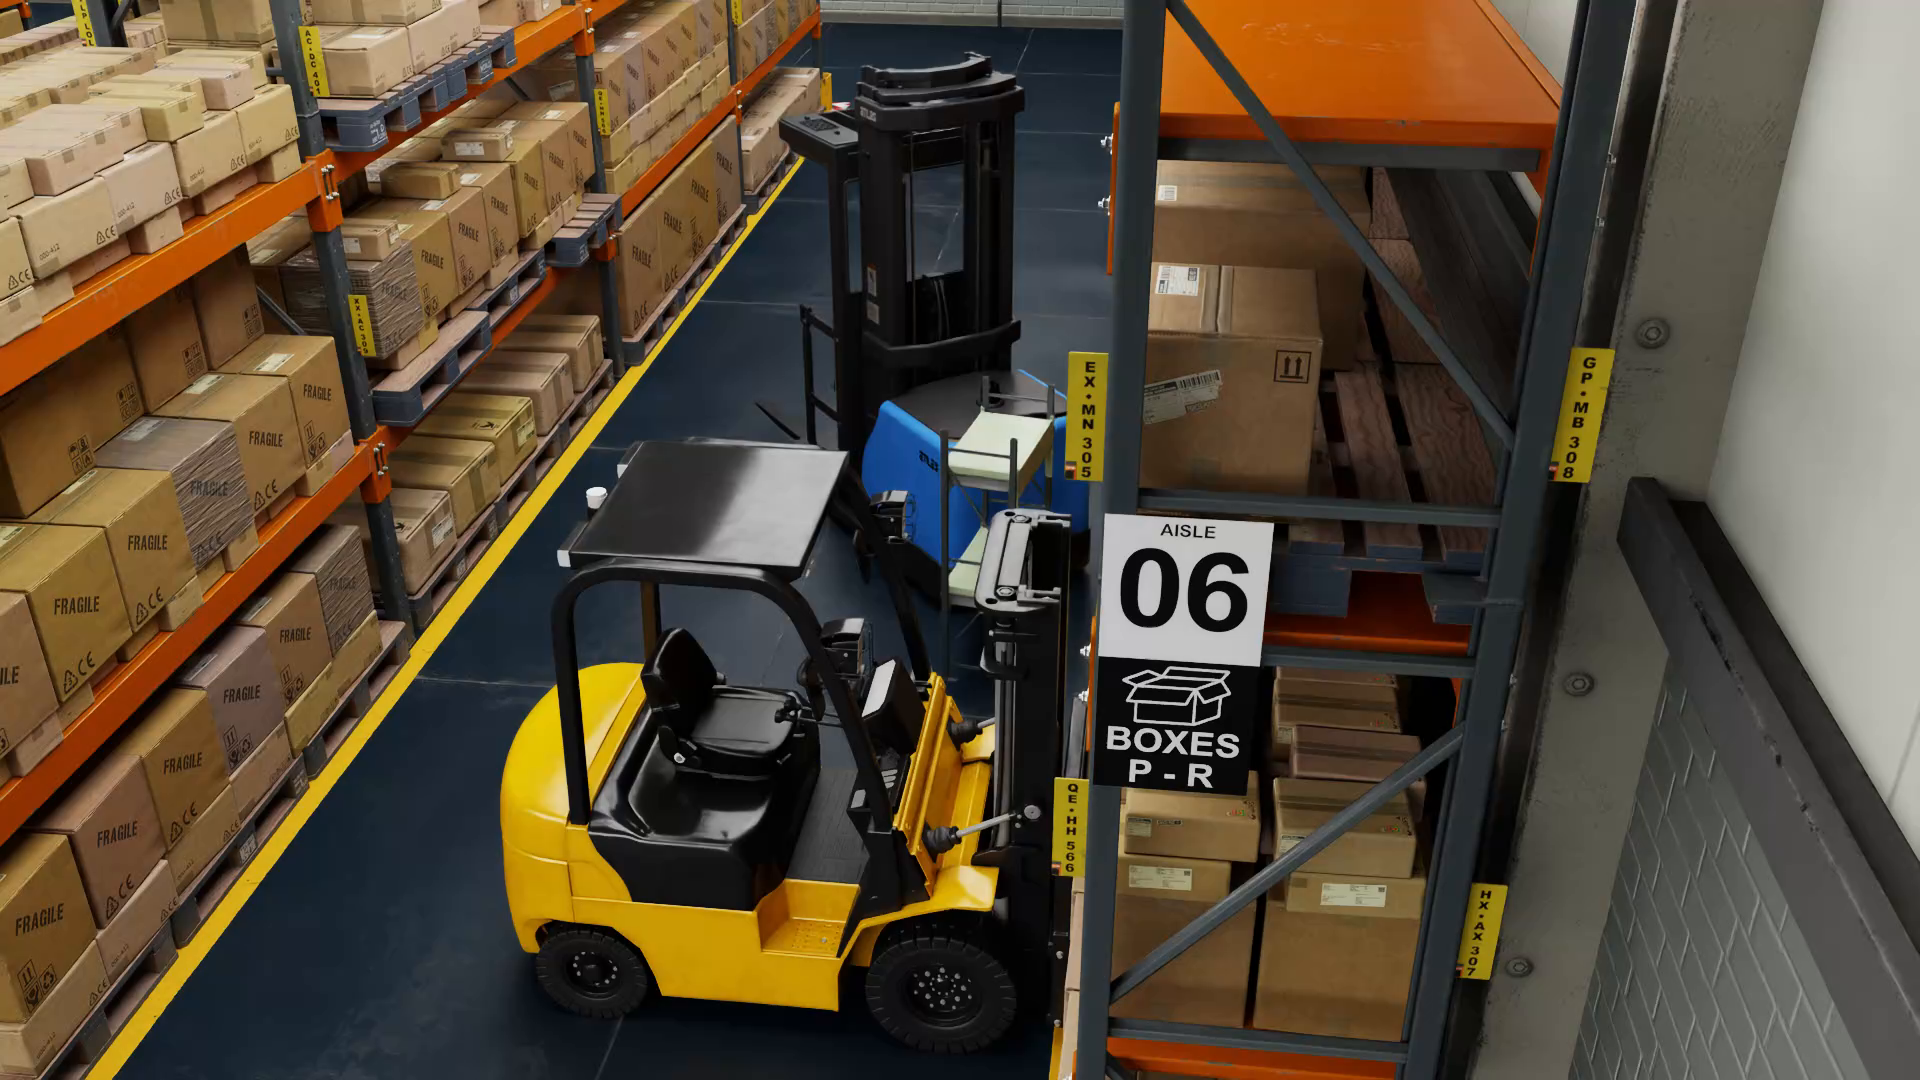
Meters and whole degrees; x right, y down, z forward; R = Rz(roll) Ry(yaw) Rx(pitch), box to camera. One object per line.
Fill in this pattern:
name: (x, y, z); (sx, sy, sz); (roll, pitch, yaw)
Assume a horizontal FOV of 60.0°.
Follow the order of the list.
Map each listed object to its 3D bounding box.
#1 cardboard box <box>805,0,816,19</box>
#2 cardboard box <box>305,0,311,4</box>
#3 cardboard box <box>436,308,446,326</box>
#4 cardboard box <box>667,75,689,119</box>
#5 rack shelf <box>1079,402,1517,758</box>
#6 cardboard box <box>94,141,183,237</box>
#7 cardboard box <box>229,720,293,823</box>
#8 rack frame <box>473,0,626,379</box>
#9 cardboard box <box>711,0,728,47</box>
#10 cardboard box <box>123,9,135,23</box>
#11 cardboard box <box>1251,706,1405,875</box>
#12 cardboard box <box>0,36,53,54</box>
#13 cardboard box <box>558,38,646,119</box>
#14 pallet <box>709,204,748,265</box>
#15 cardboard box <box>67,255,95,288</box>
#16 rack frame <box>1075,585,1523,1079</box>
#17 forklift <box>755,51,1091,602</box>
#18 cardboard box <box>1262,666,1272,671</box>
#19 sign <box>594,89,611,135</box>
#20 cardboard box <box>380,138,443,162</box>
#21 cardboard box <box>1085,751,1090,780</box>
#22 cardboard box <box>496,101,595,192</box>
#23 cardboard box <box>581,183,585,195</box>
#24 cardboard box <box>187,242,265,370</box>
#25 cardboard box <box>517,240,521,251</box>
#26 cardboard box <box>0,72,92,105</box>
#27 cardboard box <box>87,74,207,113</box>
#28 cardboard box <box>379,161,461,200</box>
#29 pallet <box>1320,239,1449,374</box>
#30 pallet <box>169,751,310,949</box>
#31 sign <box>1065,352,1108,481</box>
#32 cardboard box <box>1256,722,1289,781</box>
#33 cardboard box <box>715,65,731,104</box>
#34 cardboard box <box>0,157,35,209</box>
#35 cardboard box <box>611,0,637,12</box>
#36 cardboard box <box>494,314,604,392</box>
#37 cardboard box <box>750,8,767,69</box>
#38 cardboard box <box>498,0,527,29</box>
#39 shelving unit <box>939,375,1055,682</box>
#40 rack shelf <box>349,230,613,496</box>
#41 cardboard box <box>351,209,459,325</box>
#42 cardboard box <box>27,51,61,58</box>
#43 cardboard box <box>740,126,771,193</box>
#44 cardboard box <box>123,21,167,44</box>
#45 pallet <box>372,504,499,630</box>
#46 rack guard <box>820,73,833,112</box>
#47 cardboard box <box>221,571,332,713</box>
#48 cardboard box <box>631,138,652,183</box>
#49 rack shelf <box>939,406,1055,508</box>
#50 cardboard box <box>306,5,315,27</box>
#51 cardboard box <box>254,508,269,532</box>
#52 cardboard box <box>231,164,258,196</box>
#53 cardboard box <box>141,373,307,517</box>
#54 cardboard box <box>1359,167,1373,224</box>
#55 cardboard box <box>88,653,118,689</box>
cardboard box: (-1.926, -6.193, 18.769); (0.500, 0.500, 0.500); (4, 29, 6)
cardboard box: (-3.552, -3.164, 9.277); (0.500, 0.250, 0.500); (4, 29, 7)
cardboard box: (-3.220, -1.313, 9.639); (0.380, 0.149, 0.250); (5, 29, 9)
cardboard box: (-2.589, -3.719, 13.913); (0.500, 0.250, 0.500); (4, 29, 7)
rack shelf: (1.082, -0.518, 5.937); (1.077, 0.370, 4.000); (3, 28, 6)
cardboard box: (-3.524, -1.427, 6.711); (0.500, 0.250, 0.500); (3, 28, 5)
cardboard box: (-3.528, 1.068, 7.854); (0.500, 0.250, 0.500); (4, 29, 7)
rack frame: (-3.110, -2.625, 12.252); (1.000, 3.000, 0.127); (3, 28, 6)
cardboard box: (-2.425, -4.767, 15.069); (0.500, 0.500, 0.500); (4, 29, 8)
cardboard box: (-8.049, -4.926, 15.717); (0.380, 0.149, 0.250); (5, 29, 9)
cardboard box: (1.215, 0.920, 5.567); (0.500, 0.500, 0.500); (4, 29, 8)
cardboard box: (-8.207, -4.317, 14.587); (0.380, 0.149, 0.250); (4, 29, 8)
cardboard box: (-2.755, -3.561, 12.830); (0.500, 0.500, 0.500); (3, 29, 6)
pallet: (-2.639, -2.913, 15.726); (1.003, 0.211, 1.213); (3, 28, 6)
cardboard box: (-3.620, -1.064, 6.457); (0.380, 0.149, 0.250); (3, 28, 6)
rack frame: (0.837, 1.427, 4.730); (1.000, 3.000, 0.127); (3, 28, 6)
forklift: (-0.405, -1.572, 10.371); (1.130, 2.935, 3.031); (-16, 32, -27)
cardboard box: (1.226, 0.334, 5.657); (0.380, 0.149, 0.250); (4, 29, 8)
sign: (-2.570, -3.073, 11.946); (0.100, 0.325, 0.005); (3, 28, 6)
cardboard box: (-3.510, -2.291, 10.769); (0.500, 0.500, 0.500); (4, 29, 7)
cardboard box: (0.762, 1.061, 6.812); (0.500, 0.250, 0.500); (3, 28, 5)
cardboard box: (-2.889, -2.755, 11.631); (0.500, 0.500, 0.500); (3, 28, 5)
cardboard box: (-2.916, -2.532, 11.901); (0.380, 0.149, 0.250); (4, 29, 8)
cardboard box: (-3.869, -1.163, 8.065); (0.700, 0.500, 0.500); (3, 28, 6)
cardboard box: (-3.078, -1.921, 10.767); (0.380, 0.149, 0.250); (4, 29, 7)
cardboard box: (-4.006, -1.926, 7.216); (0.380, 0.149, 0.250); (2, 28, 5)
cardboard box: (-3.498, -1.897, 7.163); (0.380, 0.149, 0.250); (4, 29, 7)
cardboard box: (-3.160, -2.106, 9.743); (0.380, 0.149, 0.250); (5, 29, 9)
pallet: (1.096, -0.762, 5.724); (1.003, 0.211, 1.213); (3, 28, 6)
pallet: (-3.794, 1.379, 7.759); (1.003, 0.211, 1.213); (3, 28, 6)
sign: (0.300, -0.286, 3.898); (0.100, 0.325, 0.005); (3, 28, 6)
cardboard box: (1.141, 0.714, 5.264); (0.380, 0.149, 0.250); (3, 28, 5)
cardboard box: (-2.424, -4.216, 15.364); (0.500, 0.250, 0.500); (3, 28, 5)
cardboard box: (-3.626, -1.290, 6.036); (0.380, 0.149, 0.250); (4, 29, 7)
cardboard box: (-3.058, -4.325, 14.248); (0.500, 0.500, 0.500); (3, 28, 5)
cardboard box: (-3.189, -1.388, 12.283); (0.950, 0.372, 0.625); (1, 28, 3)
cardboard box: (-2.236, -4.994, 16.545); (0.500, 0.500, 0.500); (4, 29, 7)
cardboard box: (-3.236, -3.544, 10.690); (0.700, 0.500, 0.500); (3, 28, 6)
shelving unit: (0.206, -0.037, 9.029); (0.431, 1.500, 0.755); (9, 29, 15)
rack shelf: (-3.355, -1.367, 10.676); (1.077, 0.370, 4.000); (3, 28, 6)
cardboard box: (-3.197, -1.542, 9.380); (0.500, 0.500, 0.500); (3, 29, 6)
cardboard box: (-7.626, -4.027, 14.048); (0.380, 0.149, 0.250); (4, 29, 8)
cardboard box: (-2.436, -3.854, 16.792); (0.875, 0.438, 0.875); (3, 28, 5)
cardboard box: (-7.466, -4.636, 15.180); (0.380, 0.149, 0.250); (2, 28, 5)
pallet: (-3.506, 0.119, 10.099); (1.003, 0.211, 1.213); (3, 28, 6)
rack guard: (-2.126, -5.302, 19.856); (1.175, 0.500, 0.348); (3, 28, 6)
cardboard box: (-3.466, 0.487, 8.142); (0.500, 0.500, 0.500); (4, 29, 7)
cardboard box: (-2.755, -3.018, 13.139); (0.500, 0.250, 0.500); (3, 28, 5)
rack shelf: (0.206, -0.380, 8.844); (0.431, 0.370, 0.720); (9, 29, 15)
cardboard box: (-3.605, -2.703, 8.950); (0.500, 0.250, 0.500); (4, 29, 7)
cardboard box: (-3.514, -0.110, 7.849); (0.380, 0.149, 0.250); (3, 28, 5)
cardboard box: (-3.454, -1.672, 7.586); (0.380, 0.149, 0.250); (4, 29, 7)
cardboard box: (-3.464, -0.451, 7.798); (0.500, 0.500, 0.500); (4, 29, 8)
cardboard box: (0.984, -1.140, 5.675); (0.797, 0.503, 0.637); (4, 29, 8)
cardboard box: (-3.665, 0.495, 6.726); (0.380, 0.149, 0.250); (4, 29, 8)
